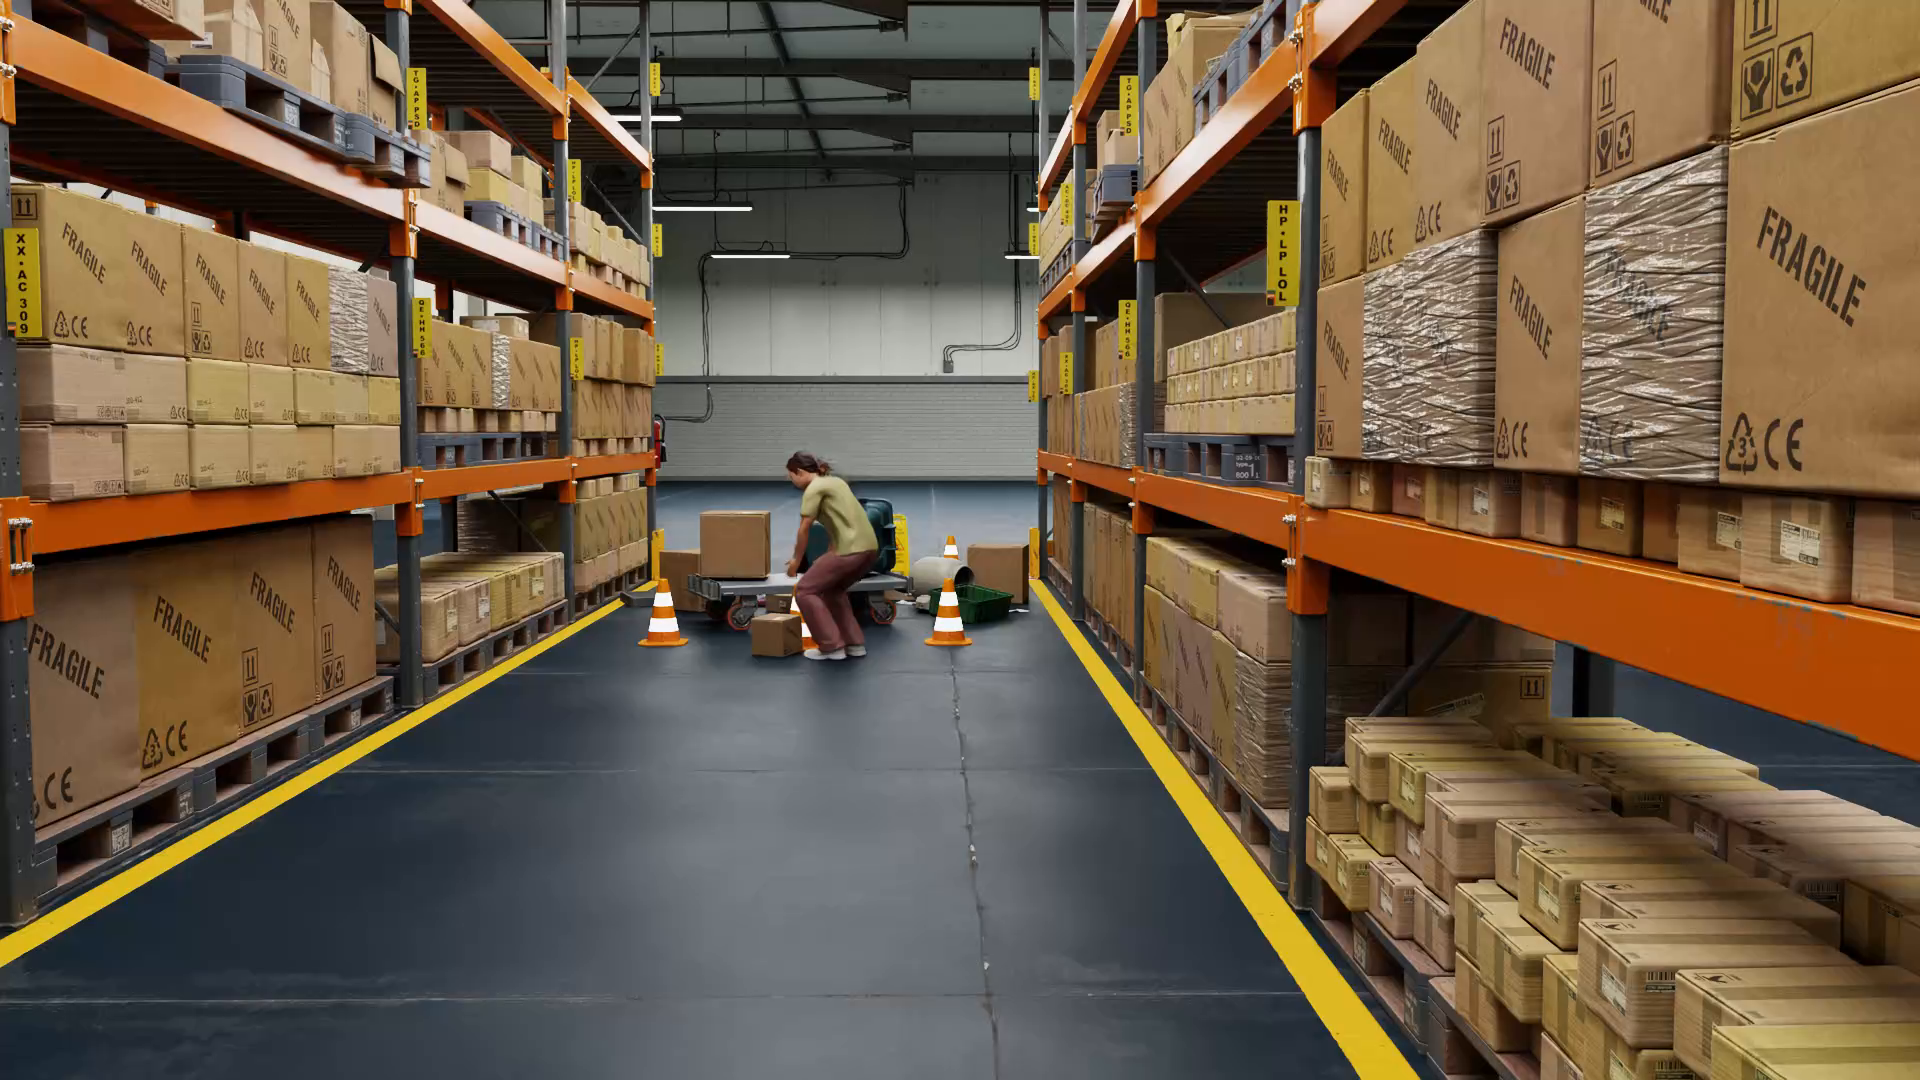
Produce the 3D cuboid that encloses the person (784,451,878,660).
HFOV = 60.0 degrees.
[{"bbox_3d":[-0.878,0.101,11.131,0.634,1.390,0.510,2,4,28],"label":"person"}]
